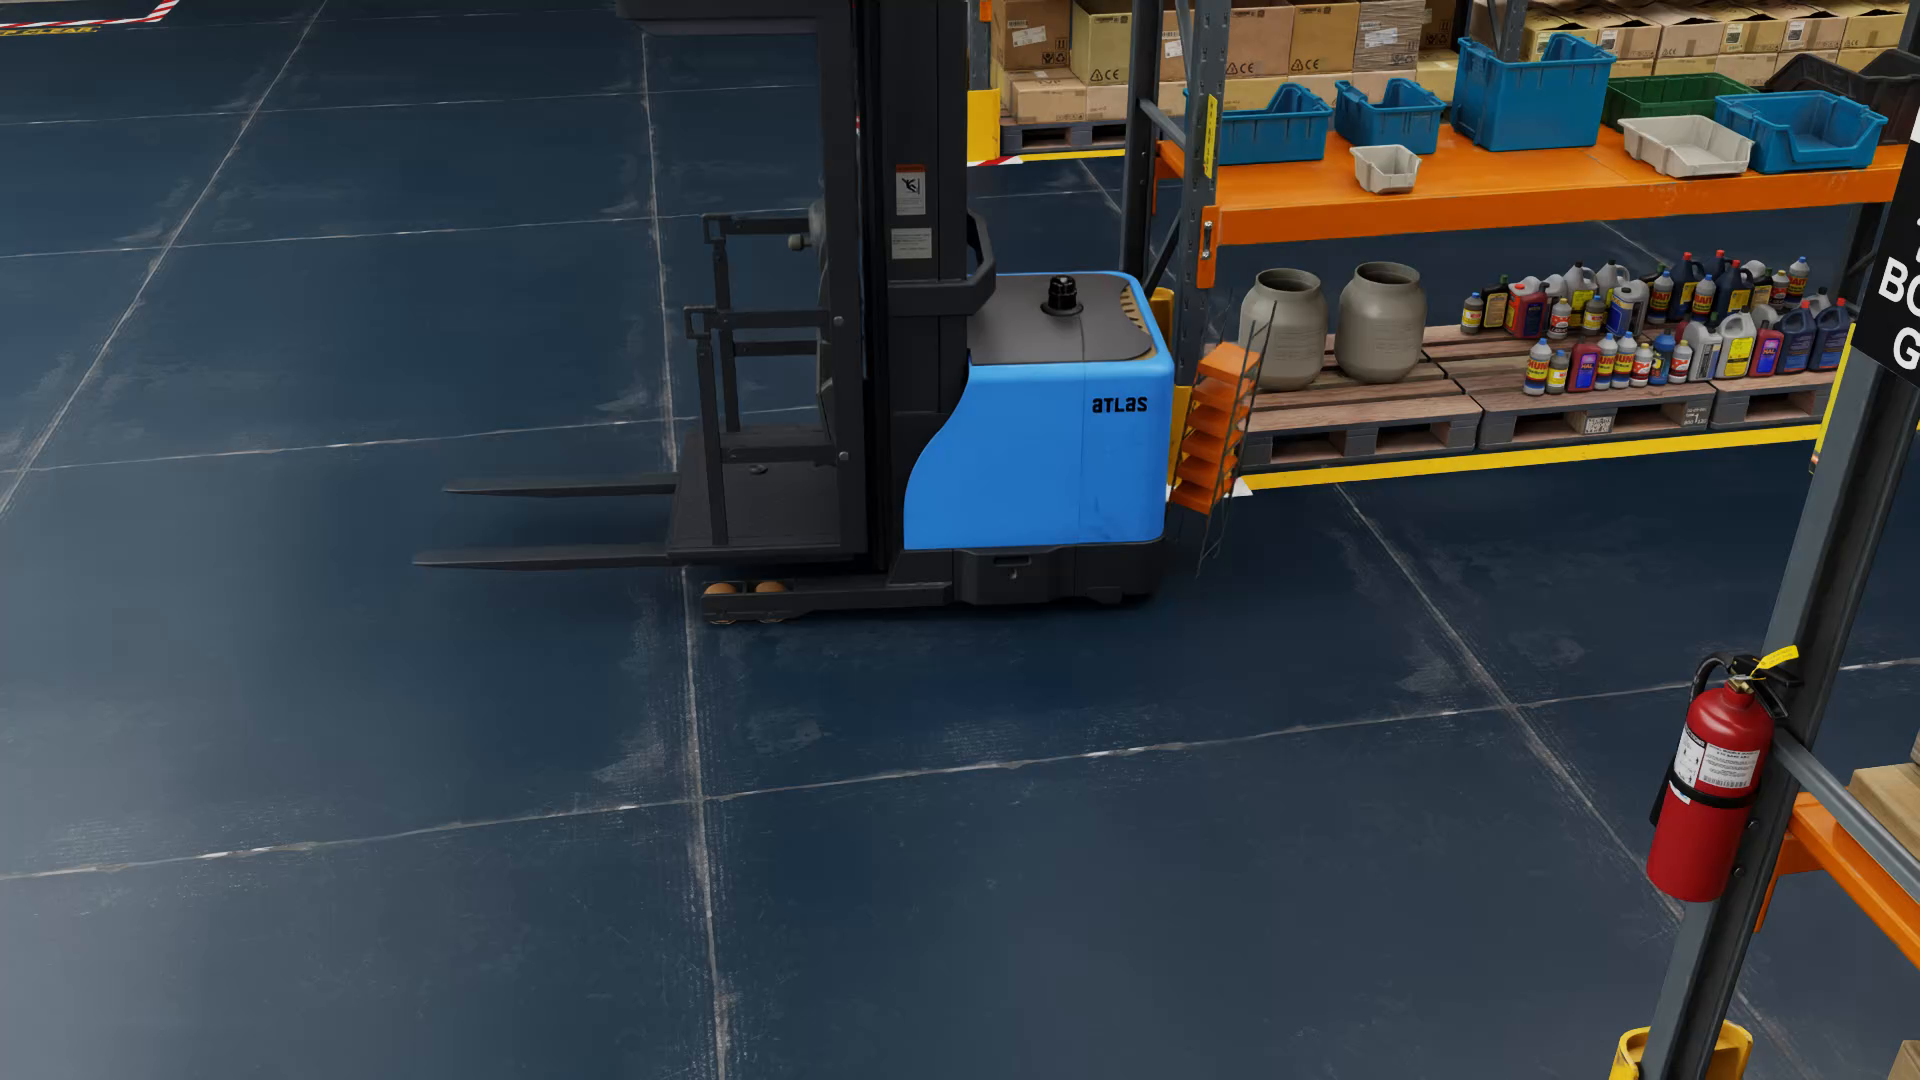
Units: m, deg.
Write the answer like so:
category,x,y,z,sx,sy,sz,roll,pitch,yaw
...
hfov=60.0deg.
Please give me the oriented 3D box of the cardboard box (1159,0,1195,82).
category,x,y,z,sx,sy,sz,roll,pitch,yaw
cardboard box,1.594,-3.639,12.038,0.500,0.500,0.500,-5,31,-9

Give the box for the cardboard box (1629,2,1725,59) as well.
category,x,y,z,sx,sy,sz,roll,pitch,yaw
cardboard box,5.433,-3.891,12.653,0.500,0.311,0.500,-6,31,-11

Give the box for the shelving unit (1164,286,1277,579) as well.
category,x,y,z,sx,sy,sz,roll,pitch,yaw
shelving unit,1.033,-0.418,6.762,0.189,1.200,0.258,23,37,22

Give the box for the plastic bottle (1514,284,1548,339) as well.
category,x,y,z,sx,sy,sz,roll,pitch,yaw
plastic bottle,2.934,-1.175,8.534,0.133,0.283,0.061,-5,31,-9

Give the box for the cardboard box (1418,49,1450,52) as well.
category,x,y,z,sx,sy,sz,roll,pitch,yaw
cardboard box,3.469,-3.753,12.972,0.500,0.250,0.500,-5,31,-9

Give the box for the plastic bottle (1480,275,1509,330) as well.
category,x,y,z,sx,sy,sz,roll,pitch,yaw
plastic bottle,2.773,-1.238,8.642,0.133,0.283,0.061,-5,31,-8

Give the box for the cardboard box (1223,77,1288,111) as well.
category,x,y,z,sx,sy,sz,roll,pitch,yaw
cardboard box,2.088,-3.353,12.292,0.500,0.250,0.500,-5,31,-9

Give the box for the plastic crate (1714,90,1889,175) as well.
category,x,y,z,sx,sy,sz,roll,pitch,yaw
plastic crate,3.828,-1.878,7.632,0.616,0.251,0.499,-5,31,-9

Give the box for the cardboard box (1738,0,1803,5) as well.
category,x,y,z,sx,sy,sz,roll,pitch,yaw
cardboard box,6.329,-4.252,13.268,0.500,0.311,0.500,-6,31,-10

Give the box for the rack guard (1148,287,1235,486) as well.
category,x,y,z,sx,sy,sz,roll,pitch,yaw
rack guard,1.000,-0.766,8.060,0.348,0.500,1.175,-5,31,-9

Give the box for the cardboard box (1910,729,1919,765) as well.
category,x,y,z,sx,sy,sz,roll,pitch,yaw
cardboard box,2.372,0.448,3.137,0.500,0.500,0.875,-5,31,-9

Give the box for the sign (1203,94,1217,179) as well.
category,x,y,z,sx,sy,sz,roll,pitch,yaw
sign,1.028,-1.658,6.838,0.005,0.325,0.100,-5,31,-9

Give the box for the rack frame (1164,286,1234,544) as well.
category,x,y,z,sx,sy,sz,roll,pitch,yaw
rack frame,0.955,-0.452,6.796,0.006,1.200,0.240,23,37,22

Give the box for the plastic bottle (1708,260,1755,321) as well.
category,x,y,z,sx,sy,sz,roll,pitch,yaw
plastic bottle,4.025,-1.288,8.660,0.185,0.351,0.144,-5,31,-9

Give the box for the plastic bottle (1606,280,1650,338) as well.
category,x,y,z,sx,sy,sz,roll,pitch,yaw
plastic bottle,3.447,-1.200,8.584,0.135,0.276,0.152,-5,31,-9

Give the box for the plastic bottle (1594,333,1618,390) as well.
category,x,y,z,sx,sy,sz,roll,pitch,yaw
plastic bottle,3.110,-0.869,8.025,0.097,0.271,0.097,0,30,0

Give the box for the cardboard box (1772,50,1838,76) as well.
category,x,y,z,sx,sy,sz,roll,pitch,yaw
cardboard box,6.439,-3.747,12.961,0.500,0.250,0.500,-5,31,-8

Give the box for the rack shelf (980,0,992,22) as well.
category,x,y,z,sx,sy,sz,roll,pitch,yaw
rack shelf,2.012,-4.156,12.068,4.000,0.370,1.077,-5,31,-9

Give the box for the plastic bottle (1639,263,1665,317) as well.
category,x,y,z,sx,sy,sz,roll,pitch,yaw
plastic bottle,3.644,-1.319,8.780,0.133,0.283,0.061,-4,31,-7

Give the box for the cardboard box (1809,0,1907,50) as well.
category,x,y,z,sx,sy,sz,roll,pitch,yaw
cardboard box,6.933,-4.030,12.890,0.500,0.311,0.500,-6,31,-10

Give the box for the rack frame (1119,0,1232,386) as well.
category,x,y,z,sx,sy,sz,roll,pitch,yaw
rack frame,0.933,-1.814,7.375,0.127,3.000,1.000,-5,31,-9

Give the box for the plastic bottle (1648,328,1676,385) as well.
category,x,y,z,sx,sy,sz,roll,pitch,yaw
plastic bottle,3.408,-0.896,8.072,0.097,0.271,0.097,0,30,0

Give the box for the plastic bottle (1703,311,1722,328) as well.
category,x,y,z,sx,sy,sz,roll,pitch,yaw
plastic bottle,3.736,-0.997,8.232,0.133,0.283,0.061,-5,31,-9

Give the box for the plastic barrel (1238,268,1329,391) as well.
category,x,y,z,sx,sy,sz,roll,pitch,yaw
plastic barrel,1.567,-1.020,8.066,0.421,0.512,0.421,0,30,0

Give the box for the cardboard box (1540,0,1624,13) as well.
category,x,y,z,sx,sy,sz,roll,pitch,yaw
cardboard box,4.837,-4.117,13.037,0.500,0.311,0.500,-4,31,-8

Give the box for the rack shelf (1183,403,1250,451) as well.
category,x,y,z,sx,sy,sz,roll,pitch,yaw
rack shelf,1.041,-0.481,6.720,0.180,0.103,0.258,23,37,22

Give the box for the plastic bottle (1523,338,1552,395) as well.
category,x,y,z,sx,sy,sz,roll,pitch,yaw
plastic bottle,2.773,-0.837,7.972,0.097,0.271,0.097,0,30,0

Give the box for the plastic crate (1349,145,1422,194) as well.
category,x,y,z,sx,sy,sz,roll,pitch,yaw
plastic crate,1.872,-1.621,7.308,0.250,0.136,0.298,-5,31,-9

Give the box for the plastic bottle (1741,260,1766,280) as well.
category,x,y,z,sx,sy,sz,roll,pitch,yaw
plastic bottle,4.163,-1.341,8.824,0.135,0.276,0.152,-4,31,-7

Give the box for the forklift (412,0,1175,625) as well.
category,x,y,z,sx,sy,sz,roll,pitch,yaw
forklift,-0.707,-1.199,6.397,3.031,2.935,1.130,-2,31,-3

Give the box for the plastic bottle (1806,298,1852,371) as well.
category,x,y,z,sx,sy,sz,roll,pitch,yaw
plastic bottle,4.286,-1.024,8.211,0.185,0.351,0.144,-6,31,-10

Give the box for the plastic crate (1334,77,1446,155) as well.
category,x,y,z,sx,sy,sz,roll,pitch,yaw
plastic crate,2.012,-2.001,7.840,0.408,0.251,0.499,-5,31,-9

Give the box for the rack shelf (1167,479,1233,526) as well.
category,x,y,z,sx,sy,sz,roll,pitch,yaw
rack shelf,1.003,-0.183,6.919,0.180,0.103,0.258,23,37,22

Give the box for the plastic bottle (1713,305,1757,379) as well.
category,x,y,z,sx,sy,sz,roll,pitch,yaw
plastic bottle,3.780,-0.977,8.132,0.185,0.351,0.144,-5,31,-9

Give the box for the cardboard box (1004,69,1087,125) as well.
category,x,y,z,sx,sy,sz,roll,pitch,yaw
cardboard box,0.613,-3.217,12.061,0.500,0.250,0.500,-5,31,-9

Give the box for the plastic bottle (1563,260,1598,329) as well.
category,x,y,z,sx,sy,sz,roll,pitch,yaw
plastic bottle,3.213,-1.287,8.658,0.185,0.351,0.144,-4,31,-7

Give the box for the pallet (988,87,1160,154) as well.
category,x,y,z,sx,sy,sz,roll,pitch,yaw
pallet,0.790,-3.172,12.437,1.213,0.211,1.003,-5,31,-9

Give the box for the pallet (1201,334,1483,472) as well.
category,x,y,z,sx,sy,sz,roll,pitch,yaw
pallet,1.800,-0.713,8.255,1.213,0.211,1.003,-5,31,-9

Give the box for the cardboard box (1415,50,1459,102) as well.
category,x,y,z,sx,sy,sz,roll,pitch,yaw
cardboard box,3.563,-3.493,12.530,0.500,0.250,0.500,-5,31,-9

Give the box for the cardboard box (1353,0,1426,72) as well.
category,x,y,z,sx,sy,sz,roll,pitch,yaw
cardboard box,3.069,-3.777,12.272,0.500,0.500,0.500,-5,31,-9

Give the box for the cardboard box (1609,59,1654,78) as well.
category,x,y,z,sx,sy,sz,roll,pitch,yaw
cardboard box,4.924,-3.604,12.718,0.500,0.250,0.500,-5,31,-8

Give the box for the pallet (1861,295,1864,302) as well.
category,x,y,z,sx,sy,sz,roll,pitch,yaw
pallet,5.634,-1.068,8.858,1.213,0.211,1.003,-5,31,-9
